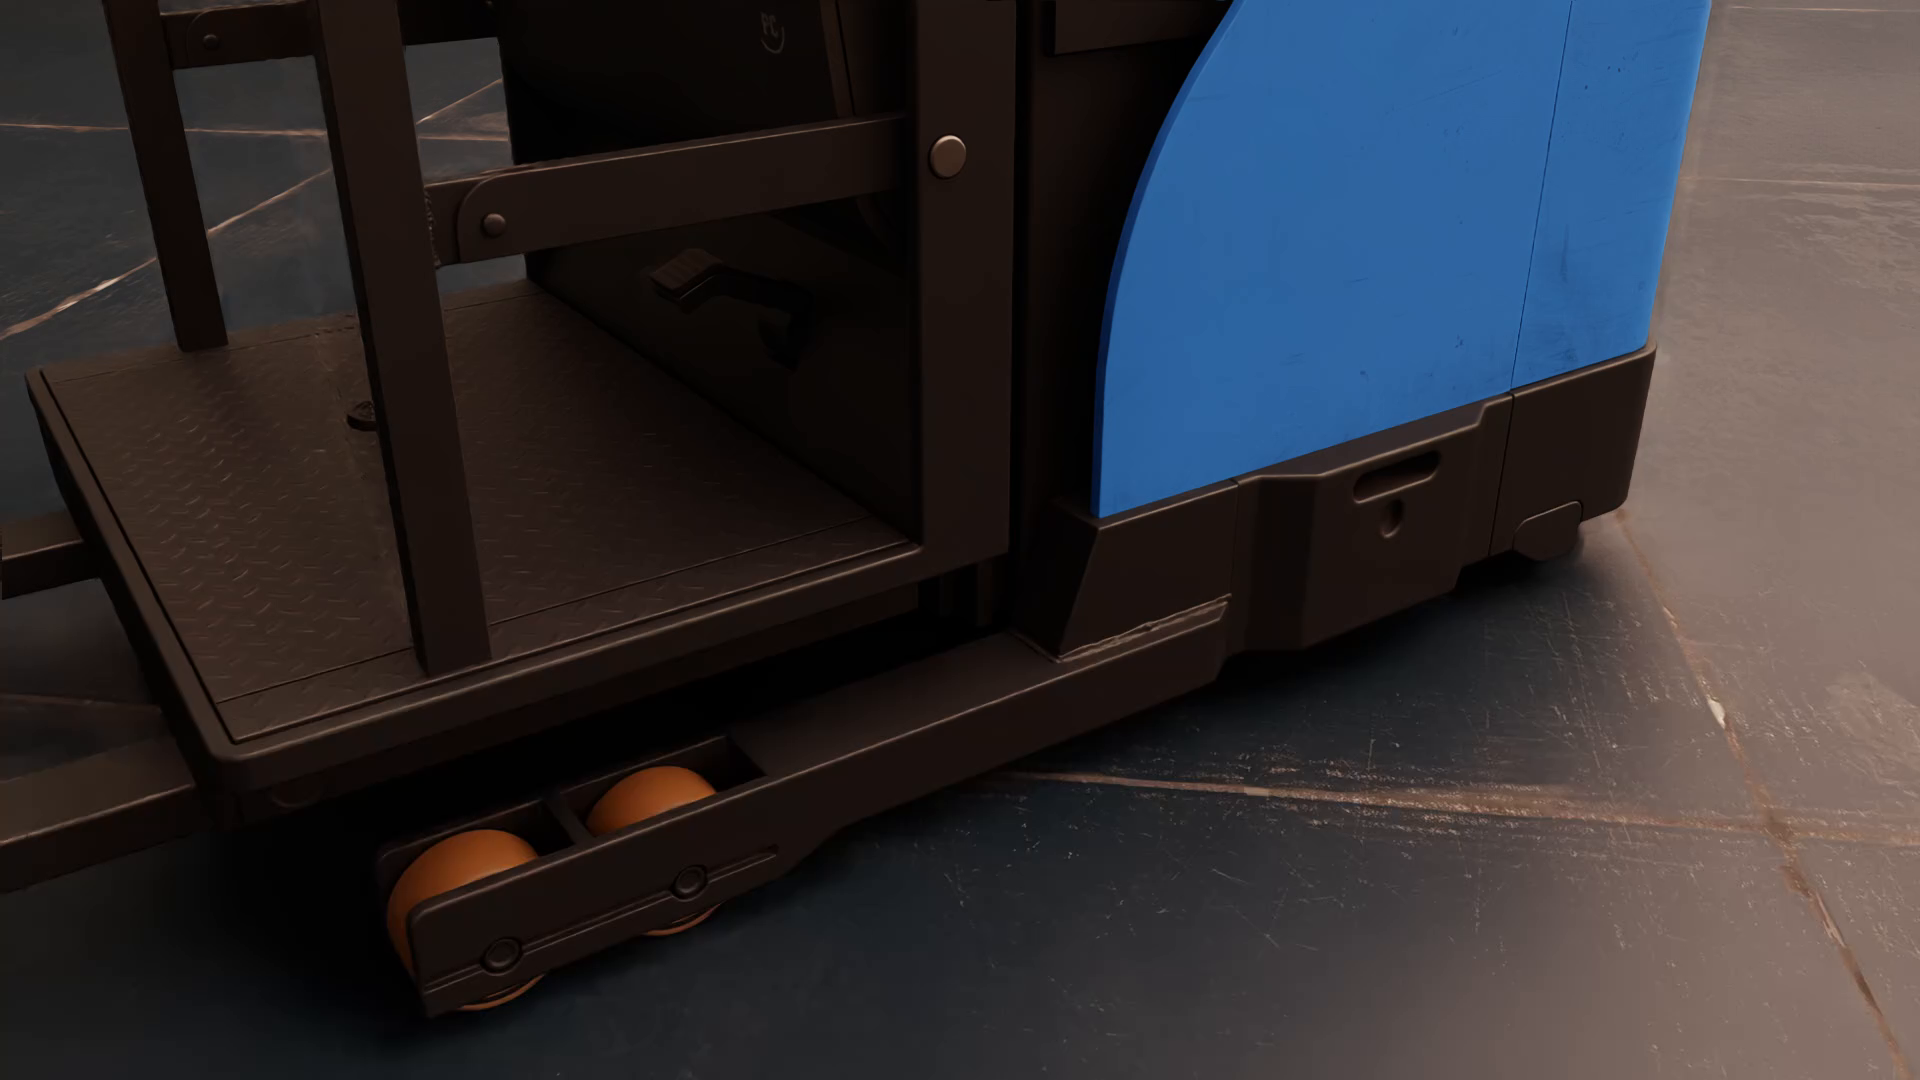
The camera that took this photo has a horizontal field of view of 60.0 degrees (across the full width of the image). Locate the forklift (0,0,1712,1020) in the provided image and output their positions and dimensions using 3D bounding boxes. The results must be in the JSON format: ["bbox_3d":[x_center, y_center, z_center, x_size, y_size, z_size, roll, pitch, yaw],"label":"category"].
[{"bbox_3d":[-0.508,-1.131,1.483,3.031,2.935,1.130,-17,31,-30],"label":"forklift"}]
